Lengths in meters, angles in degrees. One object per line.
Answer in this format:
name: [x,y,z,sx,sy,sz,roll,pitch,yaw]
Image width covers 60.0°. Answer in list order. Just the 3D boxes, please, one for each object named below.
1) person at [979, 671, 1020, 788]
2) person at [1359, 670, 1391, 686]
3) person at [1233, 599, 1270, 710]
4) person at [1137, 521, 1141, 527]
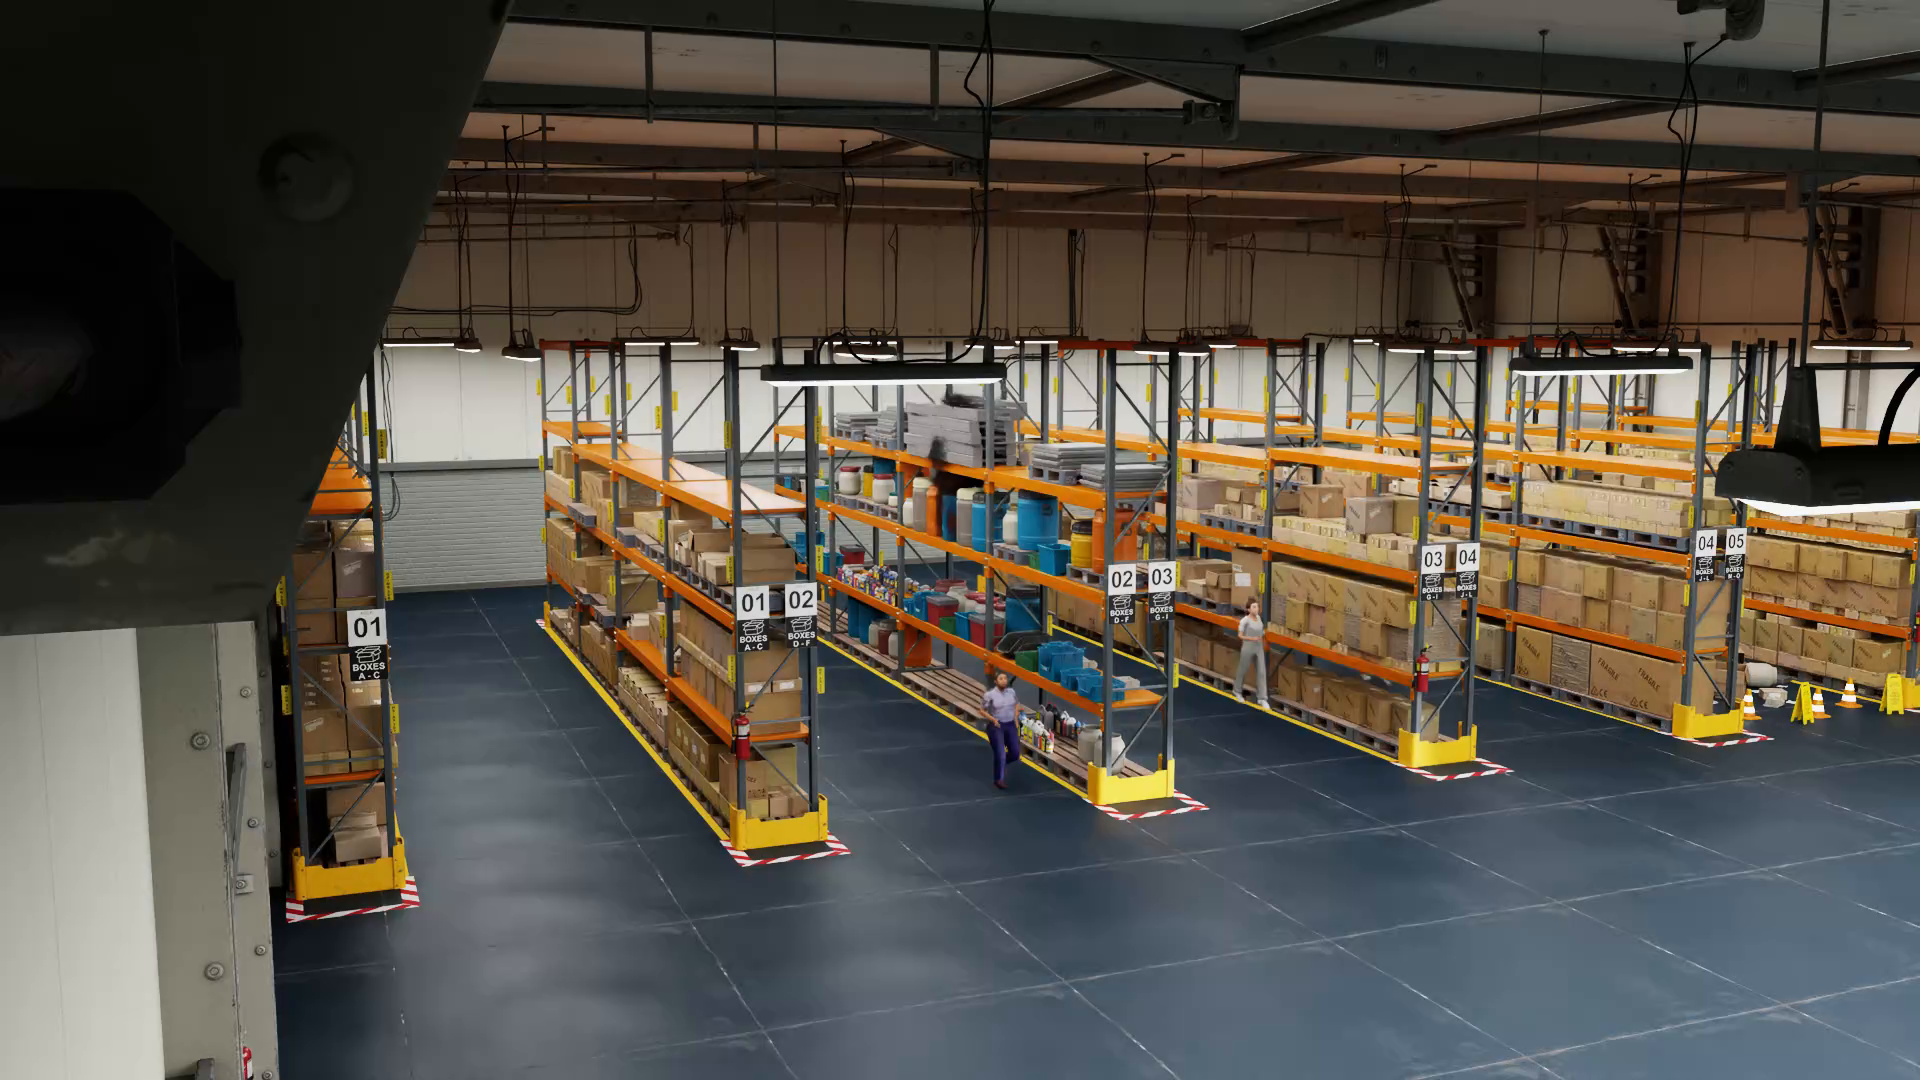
person: [0.576,2.588,22.768,0.603,1.596,0.551,-3,8,-23]
person: [7.398,1.714,29.186,0.581,1.672,0.842,-4,8,-26]
person: [4.617,1.783,26.294,0.562,1.703,0.893,-4,8,-26]
person: [4.184,0.274,40.995,0.474,1.509,0.626,-6,10,-40]
